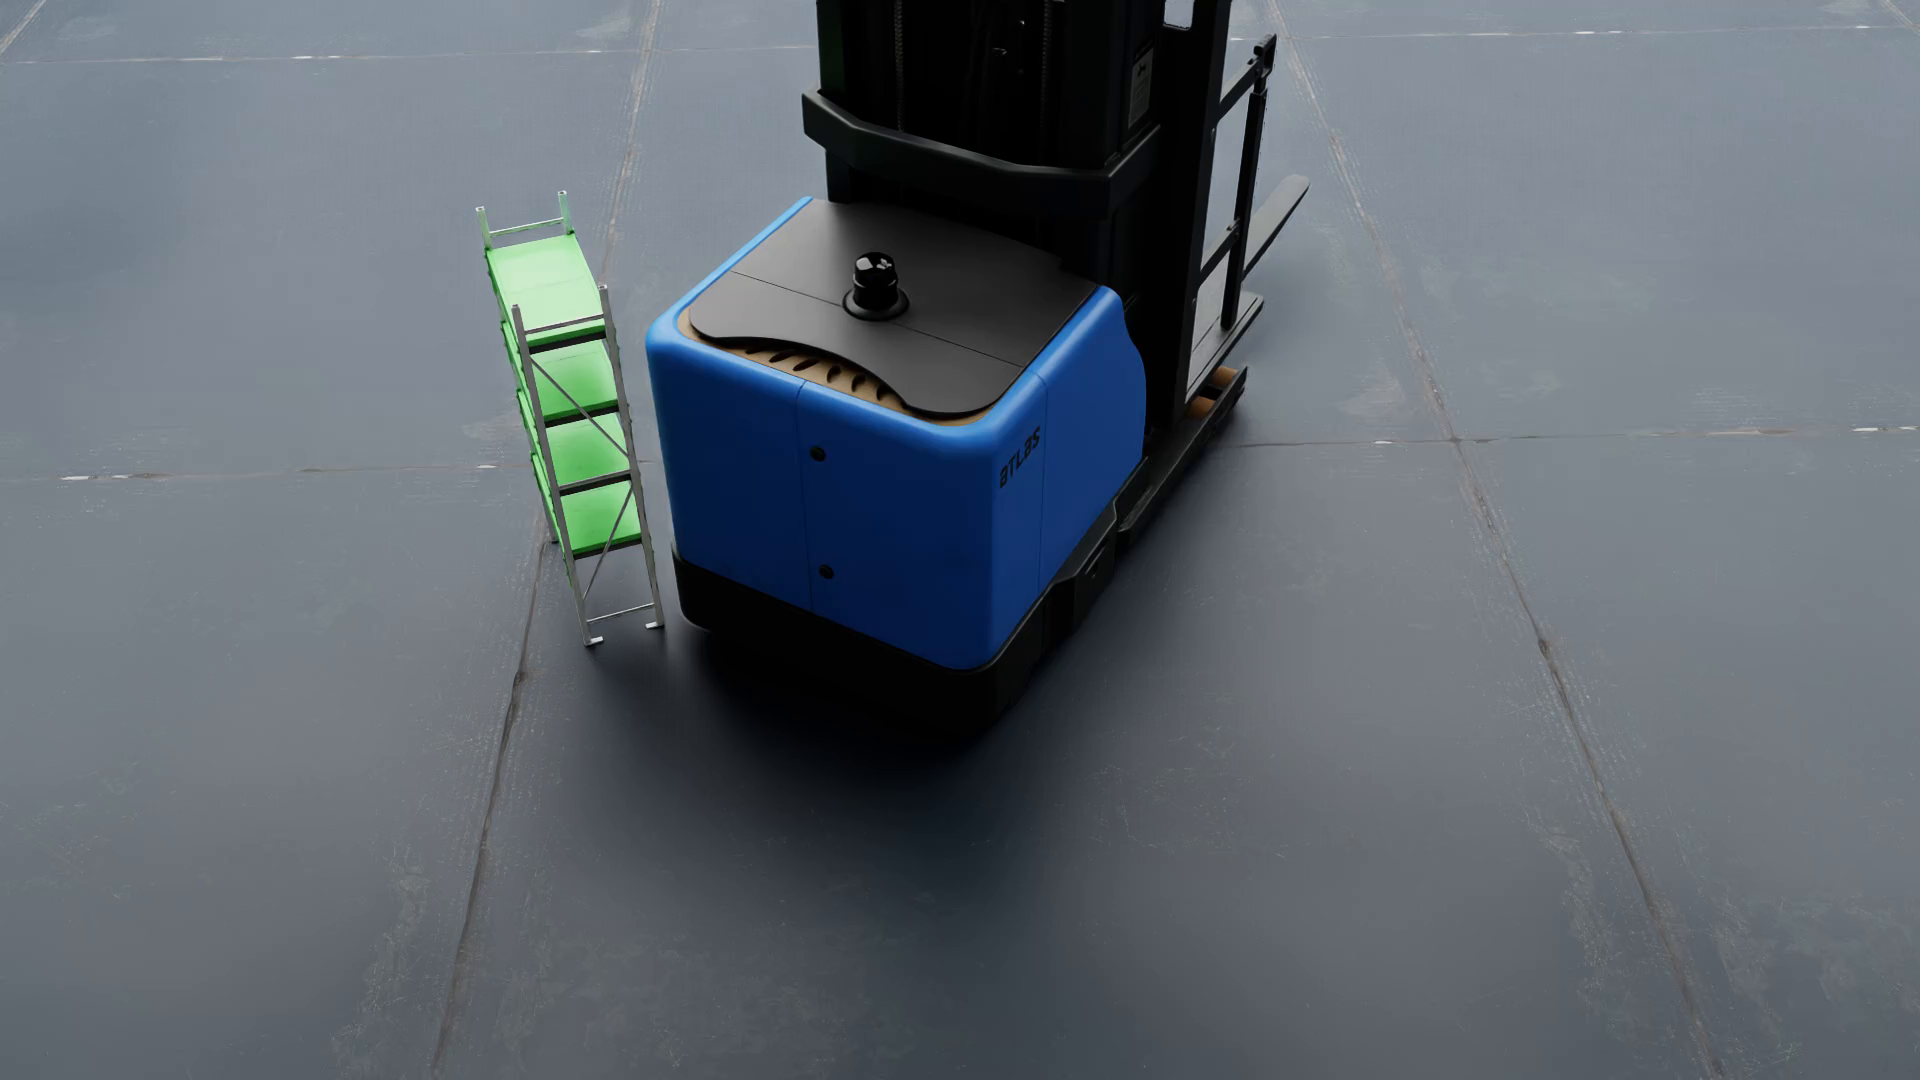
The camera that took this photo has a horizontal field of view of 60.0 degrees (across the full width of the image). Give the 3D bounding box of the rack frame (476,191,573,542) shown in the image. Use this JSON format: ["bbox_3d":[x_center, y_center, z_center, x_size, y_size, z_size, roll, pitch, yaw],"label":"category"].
[{"bbox_3d":[-1.179,-0.470,4.874,0.240,1.200,0.015,-15,45,-16],"label":"rack frame"}]

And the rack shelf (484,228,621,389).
[{"bbox_3d":[-1.088,-0.623,4.426,0.258,0.148,0.480,-15,45,-16],"label":"rack shelf"}]

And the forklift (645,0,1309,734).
[{"bbox_3d":[0.327,-1.536,4.756,1.130,2.935,3.031,21,46,21],"label":"forklift"}]

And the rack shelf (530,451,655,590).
[{"bbox_3d":[-1.088,-0.093,4.913,0.258,0.148,0.480,-15,45,-16],"label":"rack shelf"}]

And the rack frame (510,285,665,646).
[{"bbox_3d":[-0.997,-0.164,4.541,0.240,1.200,0.015,-15,45,-16],"label":"rack frame"}]

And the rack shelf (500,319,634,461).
[{"bbox_3d":[-1.088,-0.447,4.589,0.258,0.148,0.480,-15,45,-16],"label":"rack shelf"}]

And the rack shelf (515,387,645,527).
[{"bbox_3d":[-1.088,-0.270,4.751,0.258,0.148,0.480,-15,45,-16],"label":"rack shelf"}]

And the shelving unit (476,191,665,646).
[{"bbox_3d":[-1.088,-0.317,4.708,0.258,1.200,0.503,-15,45,-16],"label":"shelving unit"}]
